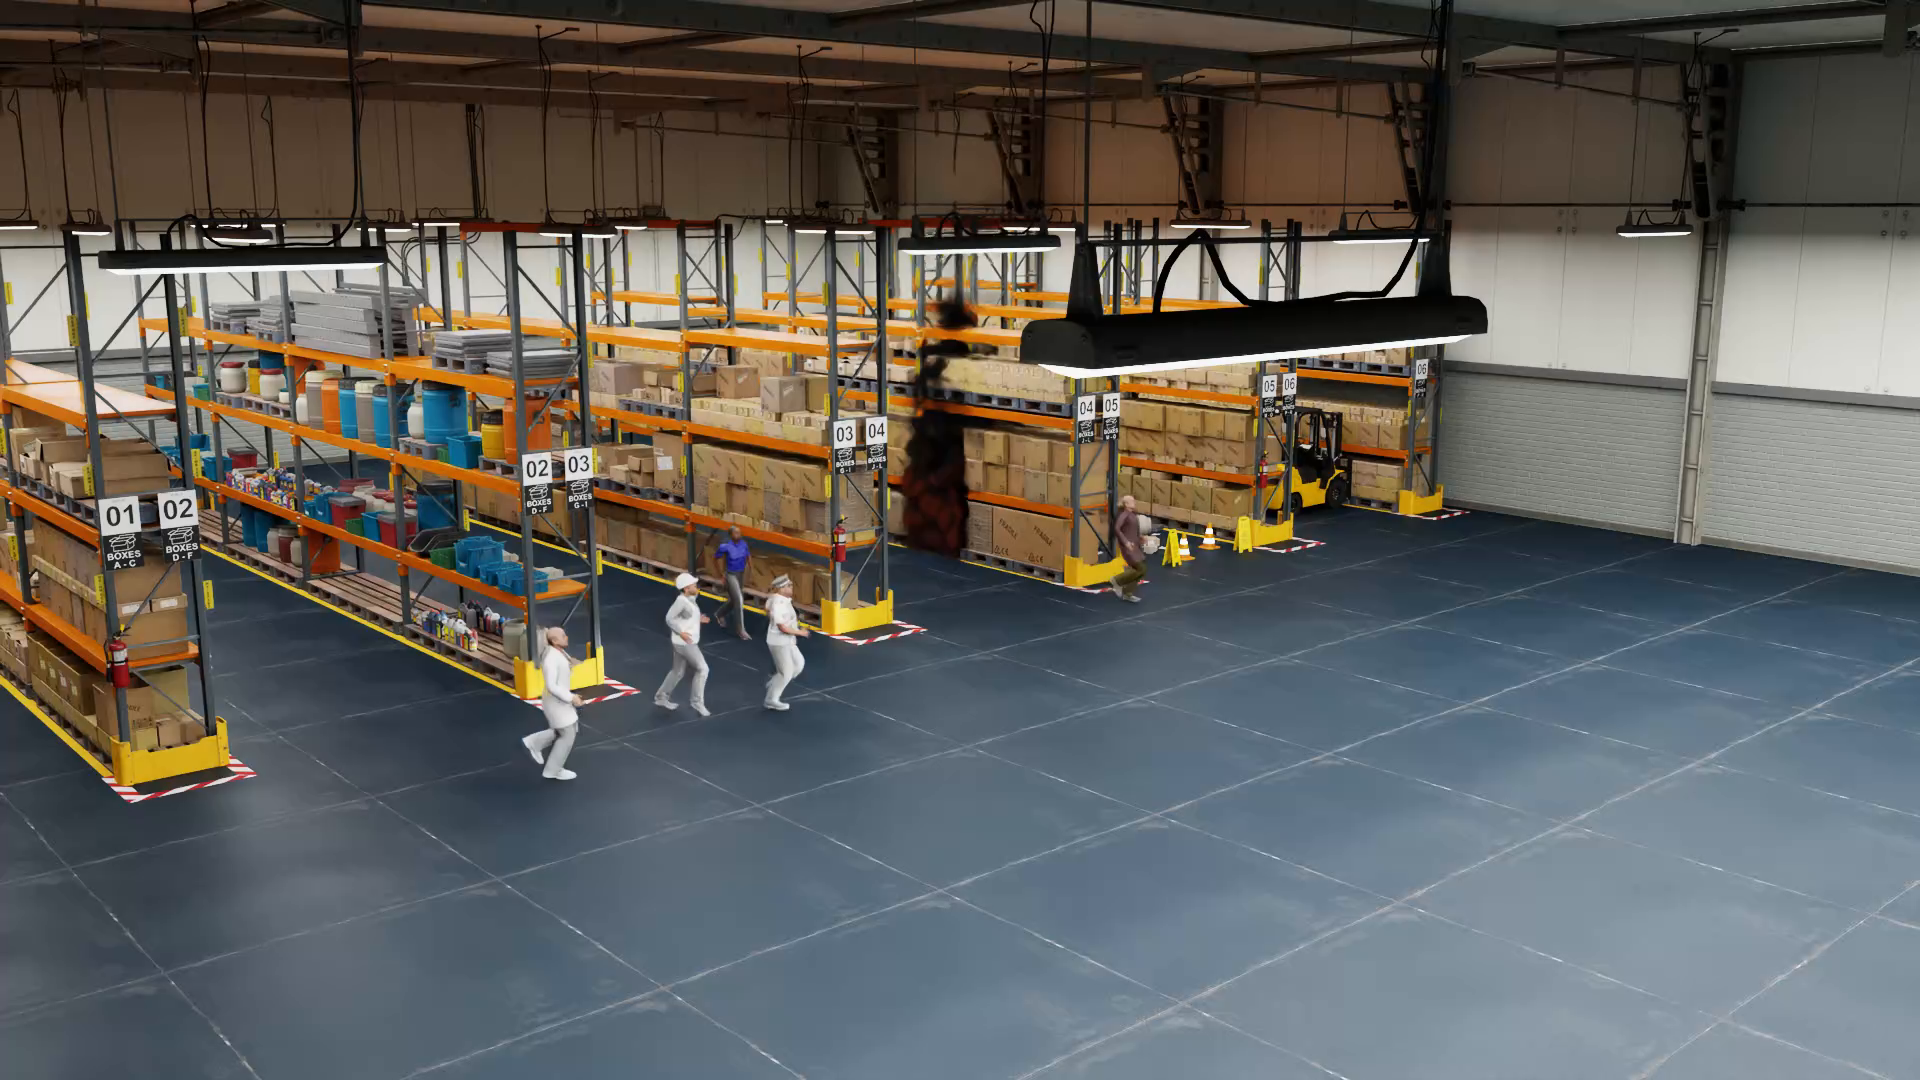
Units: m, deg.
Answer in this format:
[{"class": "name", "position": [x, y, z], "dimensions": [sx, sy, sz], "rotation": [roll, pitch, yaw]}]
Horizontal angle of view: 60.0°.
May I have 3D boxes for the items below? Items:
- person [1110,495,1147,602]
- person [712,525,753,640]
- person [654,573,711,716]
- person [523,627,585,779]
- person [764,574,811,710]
[{"class": "person", "position": [2.738, 0.140, 26.844], "dimensions": [0.588, 1.730, 0.724], "rotation": [3, 12, 13]}, {"class": "person", "position": [-3.371, 0.600, 24.729], "dimensions": [0.821, 1.673, 0.571], "rotation": [10, 15, 40]}, {"class": "person", "position": [-3.499, 1.317, 20.928], "dimensions": [0.731, 1.841, 0.668], "rotation": [-2, 12, -10]}, {"class": "person", "position": [-4.505, 1.815, 18.548], "dimensions": [0.639, 1.751, 0.732], "rotation": [-2, 12, -10]}, {"class": "person", "position": [-2.202, 1.278, 21.124], "dimensions": [0.615, 1.741, 0.692], "rotation": [-1, 11, -6]}]
